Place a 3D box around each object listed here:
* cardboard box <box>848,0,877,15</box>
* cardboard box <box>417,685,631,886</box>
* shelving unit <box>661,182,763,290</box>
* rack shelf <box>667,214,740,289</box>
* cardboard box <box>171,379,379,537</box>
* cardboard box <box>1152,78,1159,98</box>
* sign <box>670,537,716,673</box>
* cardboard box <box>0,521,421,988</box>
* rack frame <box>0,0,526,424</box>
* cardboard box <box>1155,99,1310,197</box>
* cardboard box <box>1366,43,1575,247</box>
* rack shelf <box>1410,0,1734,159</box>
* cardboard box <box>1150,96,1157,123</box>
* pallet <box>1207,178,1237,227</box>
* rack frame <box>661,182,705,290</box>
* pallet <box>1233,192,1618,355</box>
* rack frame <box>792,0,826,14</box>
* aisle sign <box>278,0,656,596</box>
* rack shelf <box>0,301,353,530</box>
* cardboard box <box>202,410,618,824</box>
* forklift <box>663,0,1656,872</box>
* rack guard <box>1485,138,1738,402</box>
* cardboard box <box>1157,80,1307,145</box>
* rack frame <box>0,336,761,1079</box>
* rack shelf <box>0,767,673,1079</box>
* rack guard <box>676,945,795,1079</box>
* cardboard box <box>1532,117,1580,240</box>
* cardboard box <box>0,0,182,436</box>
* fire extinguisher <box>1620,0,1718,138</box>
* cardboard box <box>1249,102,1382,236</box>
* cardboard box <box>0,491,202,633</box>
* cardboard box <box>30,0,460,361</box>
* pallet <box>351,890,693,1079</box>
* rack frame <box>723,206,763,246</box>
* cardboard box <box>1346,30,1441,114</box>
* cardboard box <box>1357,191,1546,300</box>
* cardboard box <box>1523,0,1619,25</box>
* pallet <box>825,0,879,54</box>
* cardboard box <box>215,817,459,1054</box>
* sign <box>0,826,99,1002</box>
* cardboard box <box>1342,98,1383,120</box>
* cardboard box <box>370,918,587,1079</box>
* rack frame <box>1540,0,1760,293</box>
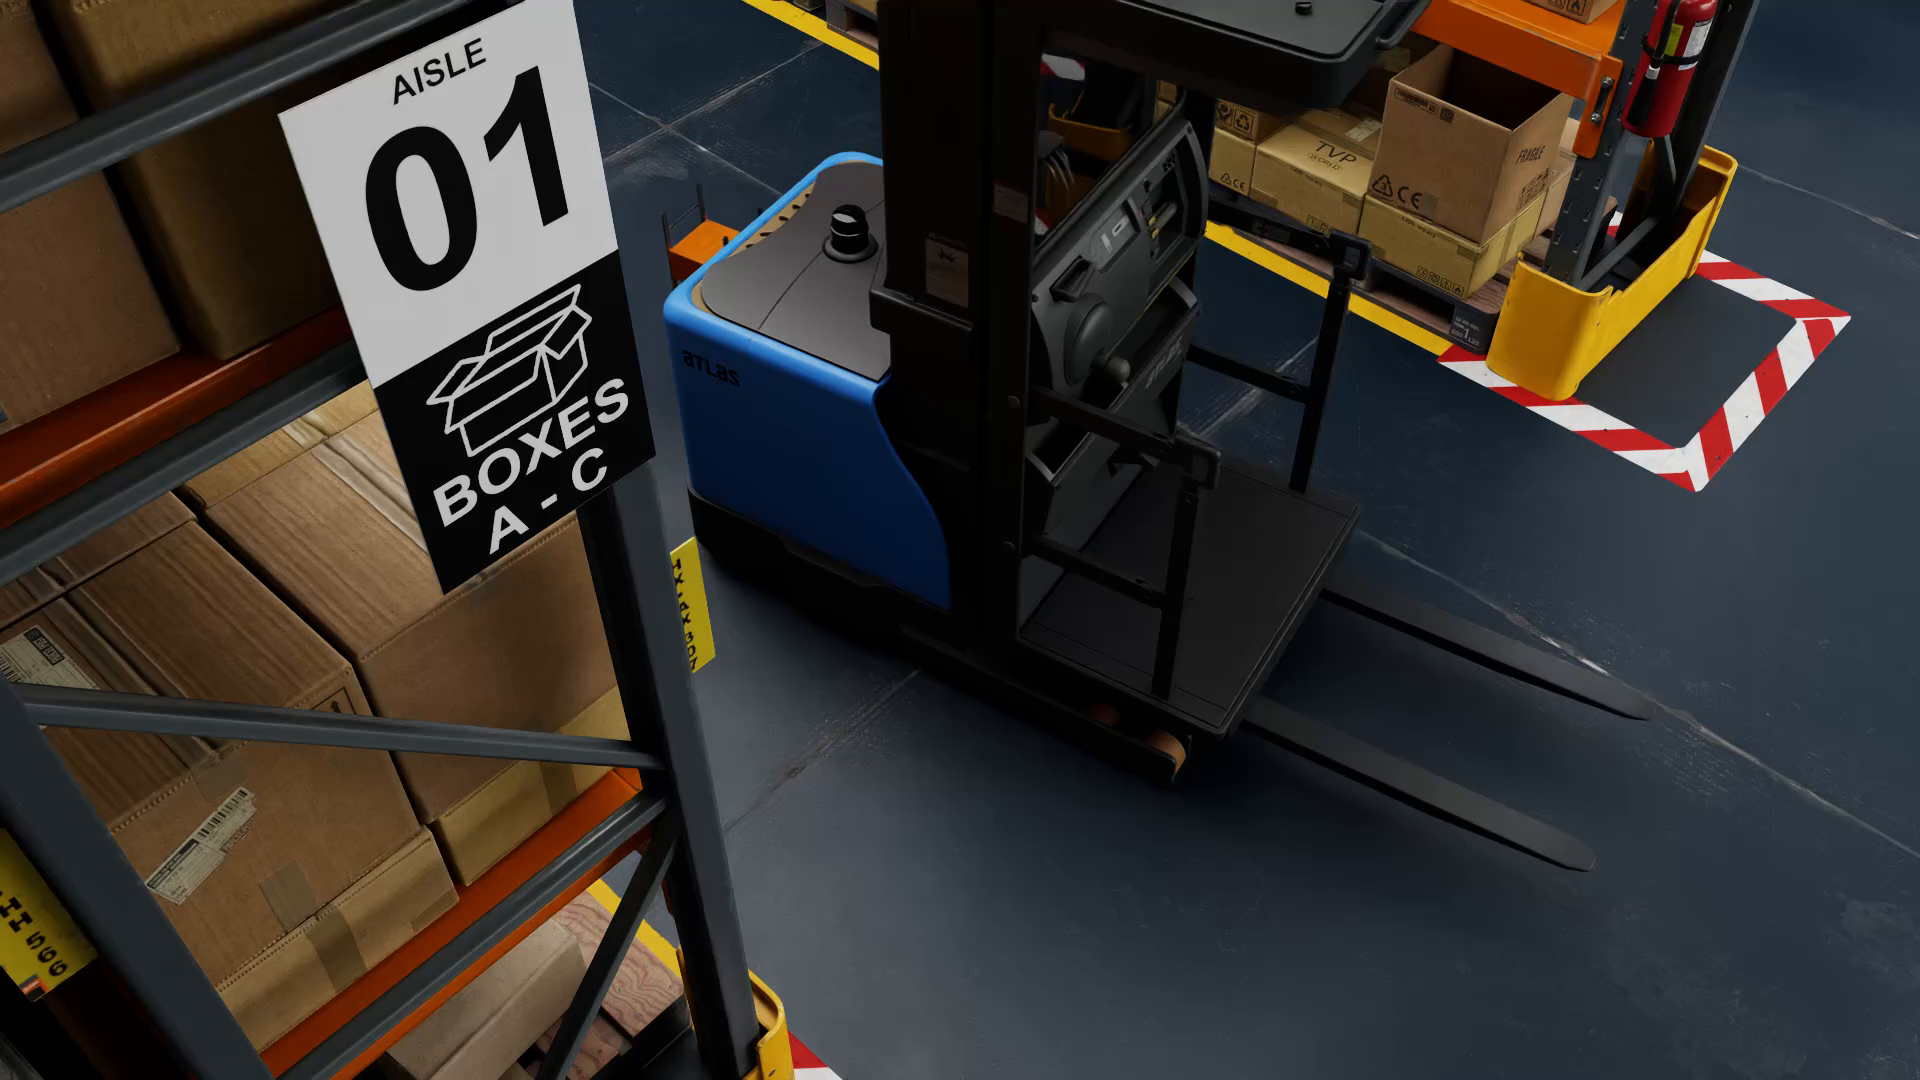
[{"bbox_3d":[-0.308,-2.725,7.849,0.500,0.250,0.500,34,55,28],"label":"cardboard box"},{"bbox_3d":[-1.004,0.352,3.451,0.500,0.250,0.500,32,55,27],"label":"cardboard box"},{"bbox_3d":[-0.791,-0.692,5.680,0.252,1.050,0.215,24,51,21],"label":"shelving unit"},{"bbox_3d":[-0.791,-0.879,5.480,0.240,0.259,0.215,24,51,21],"label":"rack shelf"},{"bbox_3d":[-1.365,-0.140,3.399,0.500,0.500,0.500,34,55,28],"label":"cardboard box"},{"bbox_3d":[0.789,-2.236,6.876,0.500,0.500,0.500,34,55,28],"label":"cardboard box"},{"bbox_3d":[-0.493,0.132,2.975,0.005,0.325,0.100,34,55,28],"label":"sign"},{"bbox_3d":[-1.352,0.388,2.903,0.500,0.500,0.500,33,55,27],"label":"cardboard box"},{"bbox_3d":[-0.861,-1.334,0.830,0.127,3.000,1.000,34,55,28],"label":"rack frame"},{"bbox_3d":[1.157,-1.733,6.918,0.500,0.250,0.500,34,55,28],"label":"cardboard box"},{"bbox_3d":[1.900,-1.502,6.186,0.500,0.500,0.500,34,55,28],"label":"cardboard box"},{"bbox_3d":[1.026,-2.679,6.701,4.000,0.370,1.077,34,55,28],"label":"rack shelf"},{"bbox_3d":[0.791,-1.981,7.151,0.500,0.250,0.500,34,55,28],"label":"cardboard box"},{"bbox_3d":[1.013,-1.941,7.428,1.213,0.211,1.003,34,55,28],"label":"pallet"},{"bbox_3d":[-0.895,-0.738,5.723,0.008,1.050,0.200,24,51,21],"label":"rack frame"},{"bbox_3d":[1.905,-1.338,6.861,1.213,0.211,1.003,34,55,28],"label":"pallet"},{"bbox_3d":[-0.444,-3.914,7.368,0.127,3.000,1.000,34,55,28],"label":"rack frame"},{"bbox_3d":[-0.605,-0.296,2.187,0.004,0.787,0.394,34,55,28],"label":"aisle sign"},{"bbox_3d":[-2.331,-1.050,3.115,4.000,0.370,1.077,34,55,28],"label":"rack shelf"},{"bbox_3d":[-1.008,0.110,3.164,0.500,0.500,0.500,34,55,28],"label":"cardboard box"},{"bbox_3d":[0.619,-0.718,4.414,3.031,2.935,1.130,24,51,21],"label":"forklift"},{"bbox_3d":[2.513,-1.069,6.411,0.348,0.500,1.175,34,55,28],"label":"rack guard"},{"bbox_3d":[1.155,-1.988,6.643,0.500,0.500,0.500,34,55,28],"label":"cardboard box"},{"bbox_3d":[-0.861,0.719,3.017,0.127,3.000,1.000,34,55,28],"label":"rack frame"},{"bbox_3d":[-2.331,-0.024,4.208,4.000,0.370,1.077,34,55,28],"label":"rack shelf"},{"bbox_3d":[-0.917,1.537,3.964,0.348,0.500,1.175,34,55,28],"label":"rack guard"},{"bbox_3d":[2.253,-1.523,6.721,0.500,0.250,0.500,34,55,28],"label":"cardboard box"},{"bbox_3d":[-1.340,-0.419,1.946,0.500,0.500,0.500,-34,56,-28],"label":"cardboard box"},{"bbox_3d":[2.268,-1.603,5.250,0.183,0.674,0.296,34,55,28],"label":"fire extinguisher"},{"bbox_3d":[1.526,-1.487,6.686,0.500,0.250,0.500,34,55,28],"label":"cardboard box"},{"bbox_3d":[-1.715,0.134,3.142,0.500,0.500,0.500,35,56,28],"label":"cardboard box"},{"bbox_3d":[-0.937,-0.648,2.161,0.500,0.500,0.500,35,56,29],"label":"cardboard box"},{"bbox_3d":[-1.490,1.215,4.464,1.213,0.211,1.003,34,55,28],"label":"pallet"},{"bbox_3d":[-0.687,-0.646,5.636,0.008,1.050,0.200,24,51,21],"label":"rack frame"},{"bbox_3d":[1.884,-2.026,6.679,0.500,0.500,0.500,34,55,28],"label":"cardboard box"},{"bbox_3d":[1.901,-1.246,6.460,0.500,0.250,0.500,34,55,28],"label":"cardboard box"},{"bbox_3d":[2.161,-2.208,5.697,0.500,0.500,0.700,34,55,28],"label":"cardboard box"},{"bbox_3d":[0.112,-2.544,7.994,1.213,0.211,1.003,34,55,28],"label":"pallet"},{"bbox_3d":[-1.336,0.636,3.184,0.500,0.250,0.500,35,56,28],"label":"cardboard box"},{"bbox_3d":[-1.252,0.502,2.210,0.005,0.325,0.100,34,55,28],"label":"sign"},{"bbox_3d":[1.883,-1.769,6.951,0.500,0.250,0.500,34,55,28],"label":"cardboard box"},{"bbox_3d":[-1.309,1.099,4.204,0.500,0.311,0.500,28,53,24],"label":"cardboard box"},{"bbox_3d":[2.496,-1.937,5.511,0.127,3.000,1.000,34,55,28],"label":"rack frame"}]
